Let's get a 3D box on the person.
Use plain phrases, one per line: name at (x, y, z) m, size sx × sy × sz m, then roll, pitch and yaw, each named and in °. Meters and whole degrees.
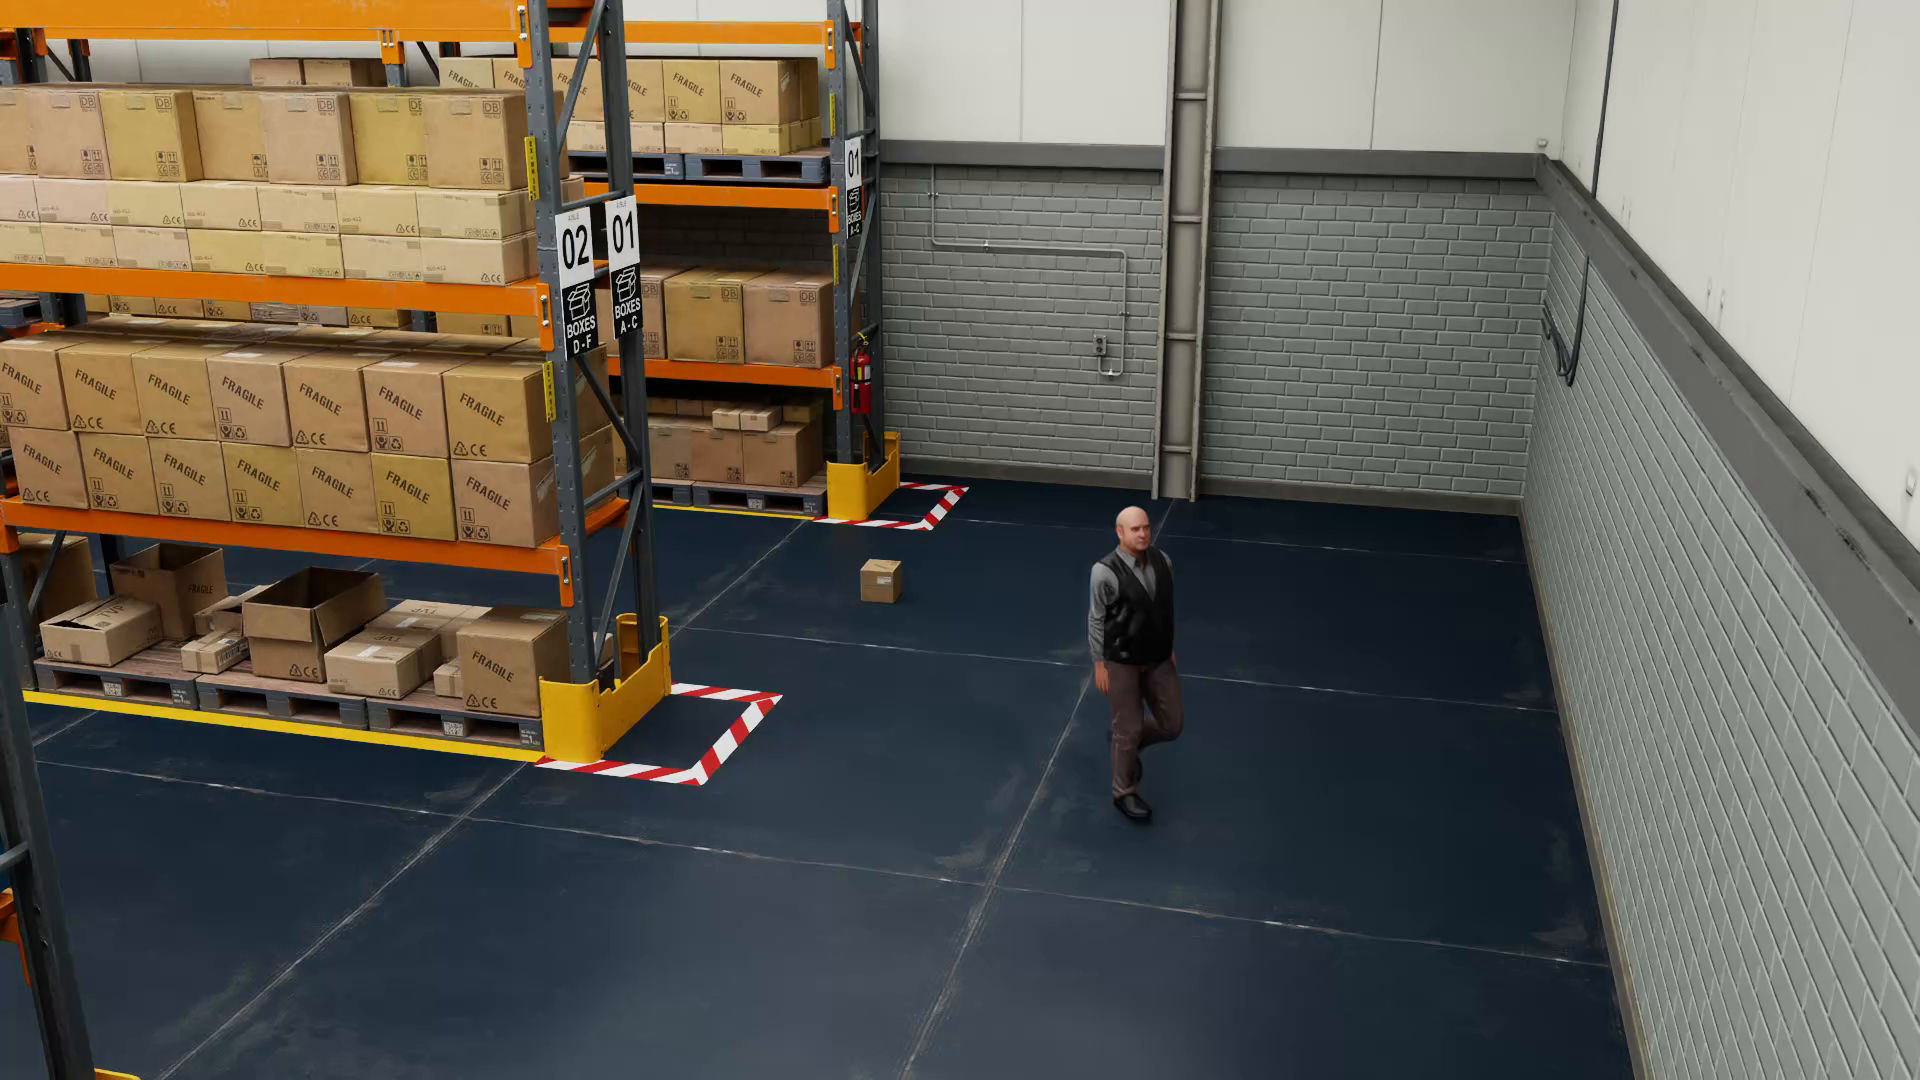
person at (0.937, 0.642, 9.048) m, size 0.547 × 1.711 × 0.539 m, roll -10°, pitch 21°, yaw -28°
